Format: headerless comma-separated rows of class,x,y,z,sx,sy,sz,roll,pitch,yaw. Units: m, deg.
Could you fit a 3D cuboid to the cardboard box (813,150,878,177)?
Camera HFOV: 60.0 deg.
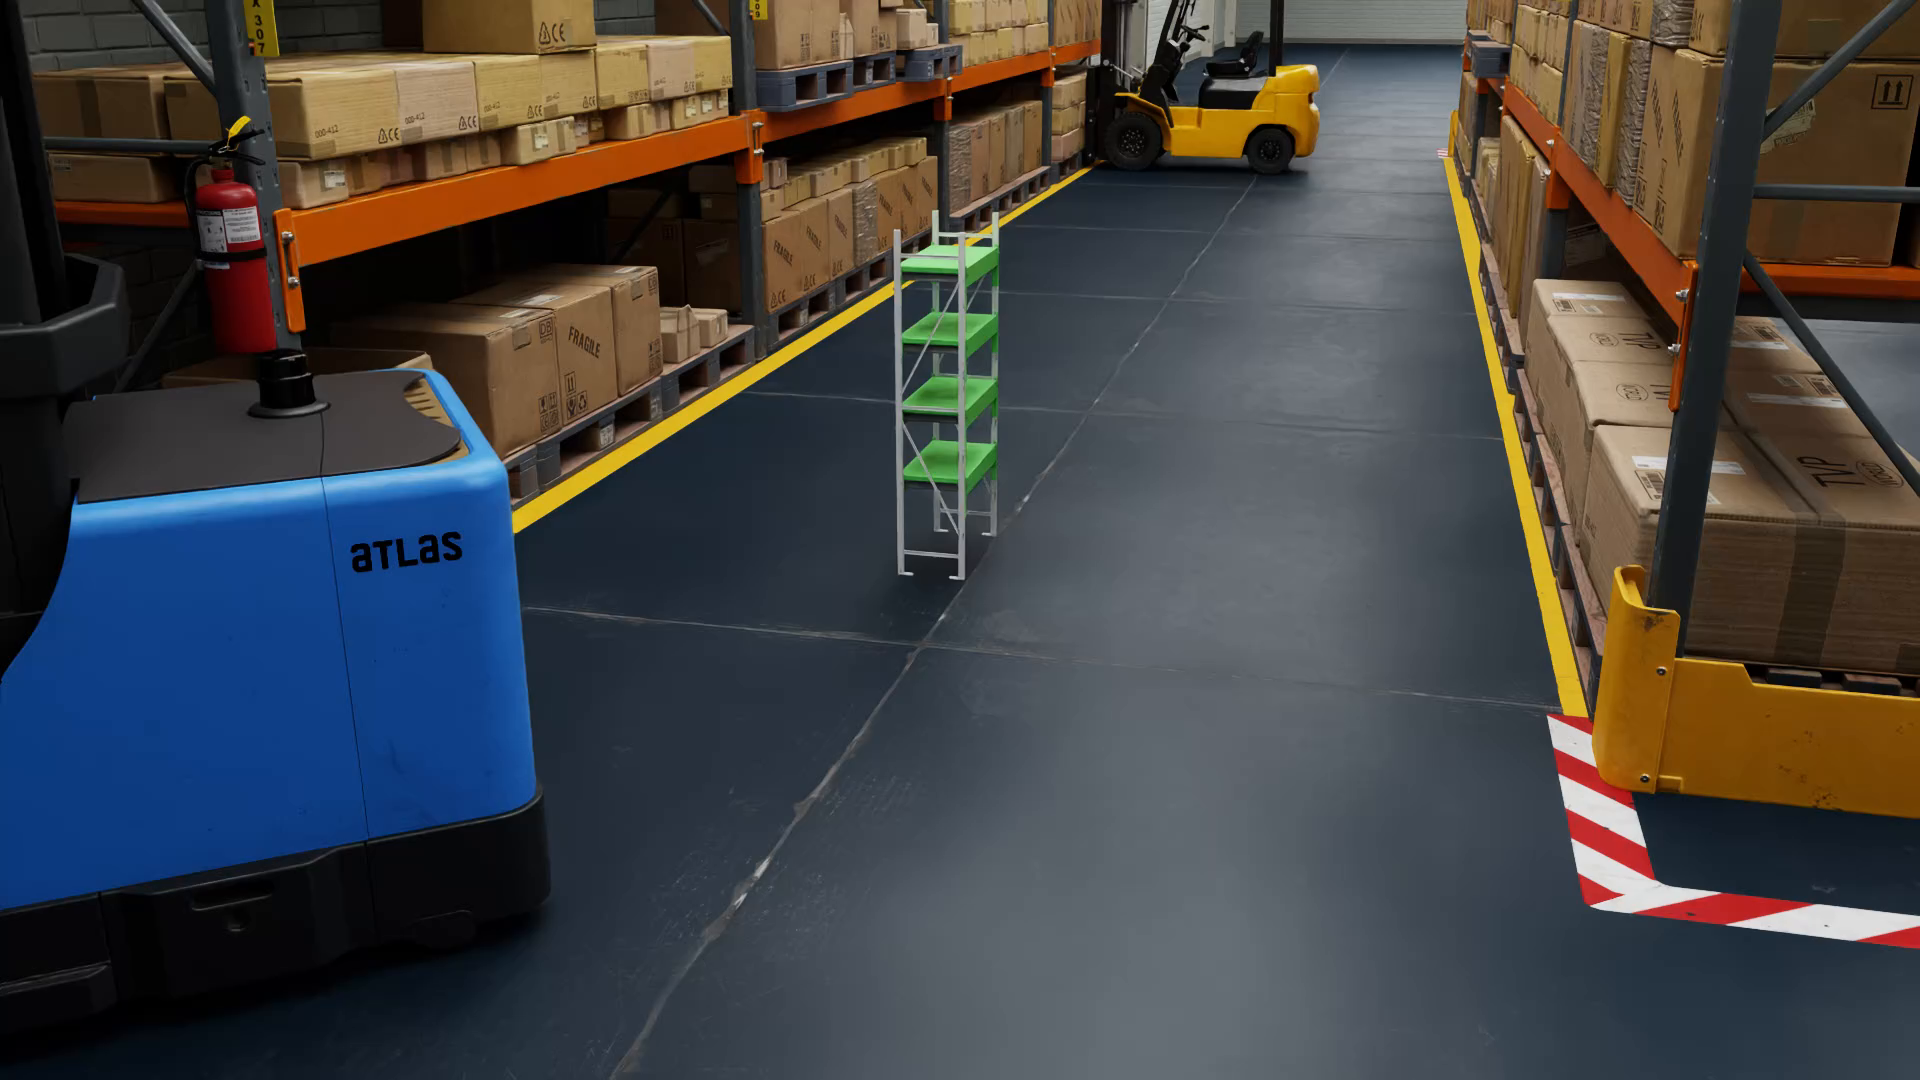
cardboard box,-0.767,-2.514,11.121,0.380,0.149,0.250,4,19,13

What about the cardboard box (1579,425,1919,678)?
cardboard box,2.344,0.007,4.841,0.875,0.438,0.875,4,19,12

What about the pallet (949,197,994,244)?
pallet,-0.341,-2.626,13.548,1.003,0.211,1.213,5,19,13

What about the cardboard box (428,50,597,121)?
cardboard box,-1.814,-1.853,6.743,0.500,0.250,0.500,4,19,12

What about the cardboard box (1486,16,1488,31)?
cardboard box,4.770,-4.485,14.416,0.380,0.149,0.250,5,19,14

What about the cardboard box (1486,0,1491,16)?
cardboard box,4.563,-4.505,13.471,0.500,0.500,0.500,5,19,13

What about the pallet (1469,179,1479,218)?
pallet,5.023,-2.989,14.613,1.003,0.211,1.213,5,19,13

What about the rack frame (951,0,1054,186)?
rack frame,0.398,-4.944,16.022,1.000,3.000,0.127,5,19,13

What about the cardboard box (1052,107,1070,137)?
cardboard box,0.815,-4.205,16.690,0.500,0.250,0.500,5,19,13

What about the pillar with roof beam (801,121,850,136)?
pillar with roof beam,3.039,-6.669,11.791,9.100,9.000,0.400,5,19,13

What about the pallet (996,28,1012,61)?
pallet,12.263,-4.137,11.636,25.245,1.709,1.217,4,19,11

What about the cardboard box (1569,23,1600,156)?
cardboard box,2.762,-1.809,6.689,0.500,0.500,0.500,5,19,14

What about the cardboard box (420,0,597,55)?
cardboard box,-1.796,-2.199,6.595,0.500,0.500,0.500,5,20,15

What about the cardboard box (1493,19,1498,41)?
cardboard box,4.223,-3.839,12.524,0.380,0.149,0.250,5,19,14

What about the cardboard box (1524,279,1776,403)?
cardboard box,3.000,-0.844,7.331,0.875,0.438,0.875,4,19,13

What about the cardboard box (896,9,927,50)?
cardboard box,-0.524,-3.462,11.264,0.500,0.250,0.500,4,19,11

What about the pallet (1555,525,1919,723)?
pallet,2.399,0.271,5.068,1.003,0.211,1.213,5,19,13

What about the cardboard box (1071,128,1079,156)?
cardboard box,0.946,-4.127,17.235,0.500,0.250,0.500,4,19,12

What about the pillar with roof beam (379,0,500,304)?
pillar with roof beam,1.573,-4.788,6.285,9.100,9.000,0.400,5,19,13

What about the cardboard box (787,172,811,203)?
cardboard box,-1.113,-2.112,9.944,0.380,0.149,0.250,4,19,12

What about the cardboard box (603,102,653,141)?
cardboard box,-1.598,-1.869,7.407,0.380,0.149,0.250,4,19,13

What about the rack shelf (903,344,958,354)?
rack shelf,-0.040,-0.710,5.776,0.199,0.029,0.442,5,19,13

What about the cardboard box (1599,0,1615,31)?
cardboard box,2.640,-2.119,6.048,0.500,0.500,0.500,5,19,14

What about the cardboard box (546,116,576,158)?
cardboard box,-1.780,-1.629,6.706,0.380,0.149,0.250,5,20,15

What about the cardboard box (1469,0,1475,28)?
cardboard box,5.558,-5.546,17.169,0.500,0.500,0.500,4,19,12

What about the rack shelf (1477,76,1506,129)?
rack shelf,4.723,-3.586,13.158,1.077,0.370,4.000,5,19,13

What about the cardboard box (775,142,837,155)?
cardboard box,-1.083,-2.709,11.691,0.380,0.149,0.250,5,19,14

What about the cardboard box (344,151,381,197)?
cardboard box,-2.171,-1.229,5.533,0.380,0.149,0.250,5,20,15

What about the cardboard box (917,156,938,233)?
cardboard box,-0.475,-2.557,12.249,0.500,0.500,0.500,5,20,15

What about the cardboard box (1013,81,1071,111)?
cardboard box,0.820,-4.442,16.608,0.500,0.250,0.500,4,19,13

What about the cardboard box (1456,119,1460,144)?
cardboard box,5.724,-4.473,18.248,0.500,0.250,0.500,4,19,13

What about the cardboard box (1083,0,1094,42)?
cardboard box,1.136,-5.589,17.756,0.500,0.500,0.500,5,19,14

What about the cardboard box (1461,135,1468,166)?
cardboard box,5.216,-3.825,16.350,0.500,0.250,0.500,4,19,12

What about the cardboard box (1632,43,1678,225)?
cardboard box,2.278,-1.168,4.810,0.500,0.500,0.500,4,19,12

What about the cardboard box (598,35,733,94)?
cardboard box,-1.445,-2.327,8.133,0.500,0.250,0.500,5,20,15

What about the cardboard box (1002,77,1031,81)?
cardboard box,0.439,-4.644,17.201,0.500,0.250,0.500,4,19,13

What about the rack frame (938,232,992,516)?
rack frame,0.018,-0.592,6.066,0.228,1.046,0.006,5,19,13

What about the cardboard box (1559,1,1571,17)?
cardboard box,3.123,-2.726,7.826,0.500,0.500,0.500,5,20,15

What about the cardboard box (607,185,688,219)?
cardboard box,-1.747,-1.897,9.316,0.380,0.149,0.250,4,19,11

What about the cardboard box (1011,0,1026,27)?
cardboard box,0.276,-4.684,14.490,0.505,0.399,0.505,5,19,14

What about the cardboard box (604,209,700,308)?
cardboard box,-1.618,-1.822,9.867,0.516,0.649,1.298,5,20,15

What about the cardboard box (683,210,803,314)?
cardboard box,-1.221,-1.586,9.408,0.500,0.500,0.500,6,20,16

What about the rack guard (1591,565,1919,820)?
rack guard,2.274,0.398,4.248,1.175,0.500,0.348,5,19,13

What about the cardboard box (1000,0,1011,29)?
cardboard box,0.135,-4.457,14.055,0.500,0.250,0.500,5,19,14

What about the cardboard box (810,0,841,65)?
cardboard box,-1.095,-2.979,9.464,0.700,0.500,0.500,5,19,14

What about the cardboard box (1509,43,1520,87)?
cardboard box,3.871,-3.095,10.840,0.500,0.250,0.500,4,19,12

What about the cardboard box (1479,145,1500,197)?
cardboard box,4.914,-3.118,14.092,0.950,0.372,0.625,6,20,17

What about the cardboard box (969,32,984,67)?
cardboard box,-0.107,-3.896,13.186,0.500,0.250,0.500,4,19,12

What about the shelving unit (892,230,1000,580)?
shelving unit,7.155,-1.278,8.074,13.061,1.200,8.595,5,19,13

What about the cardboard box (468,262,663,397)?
cardboard box,-1.793,-0.973,7.613,0.700,0.500,0.500,4,19,11

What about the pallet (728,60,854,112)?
pallet,-1.256,-2.588,9.420,1.003,0.211,1.213,5,19,13
